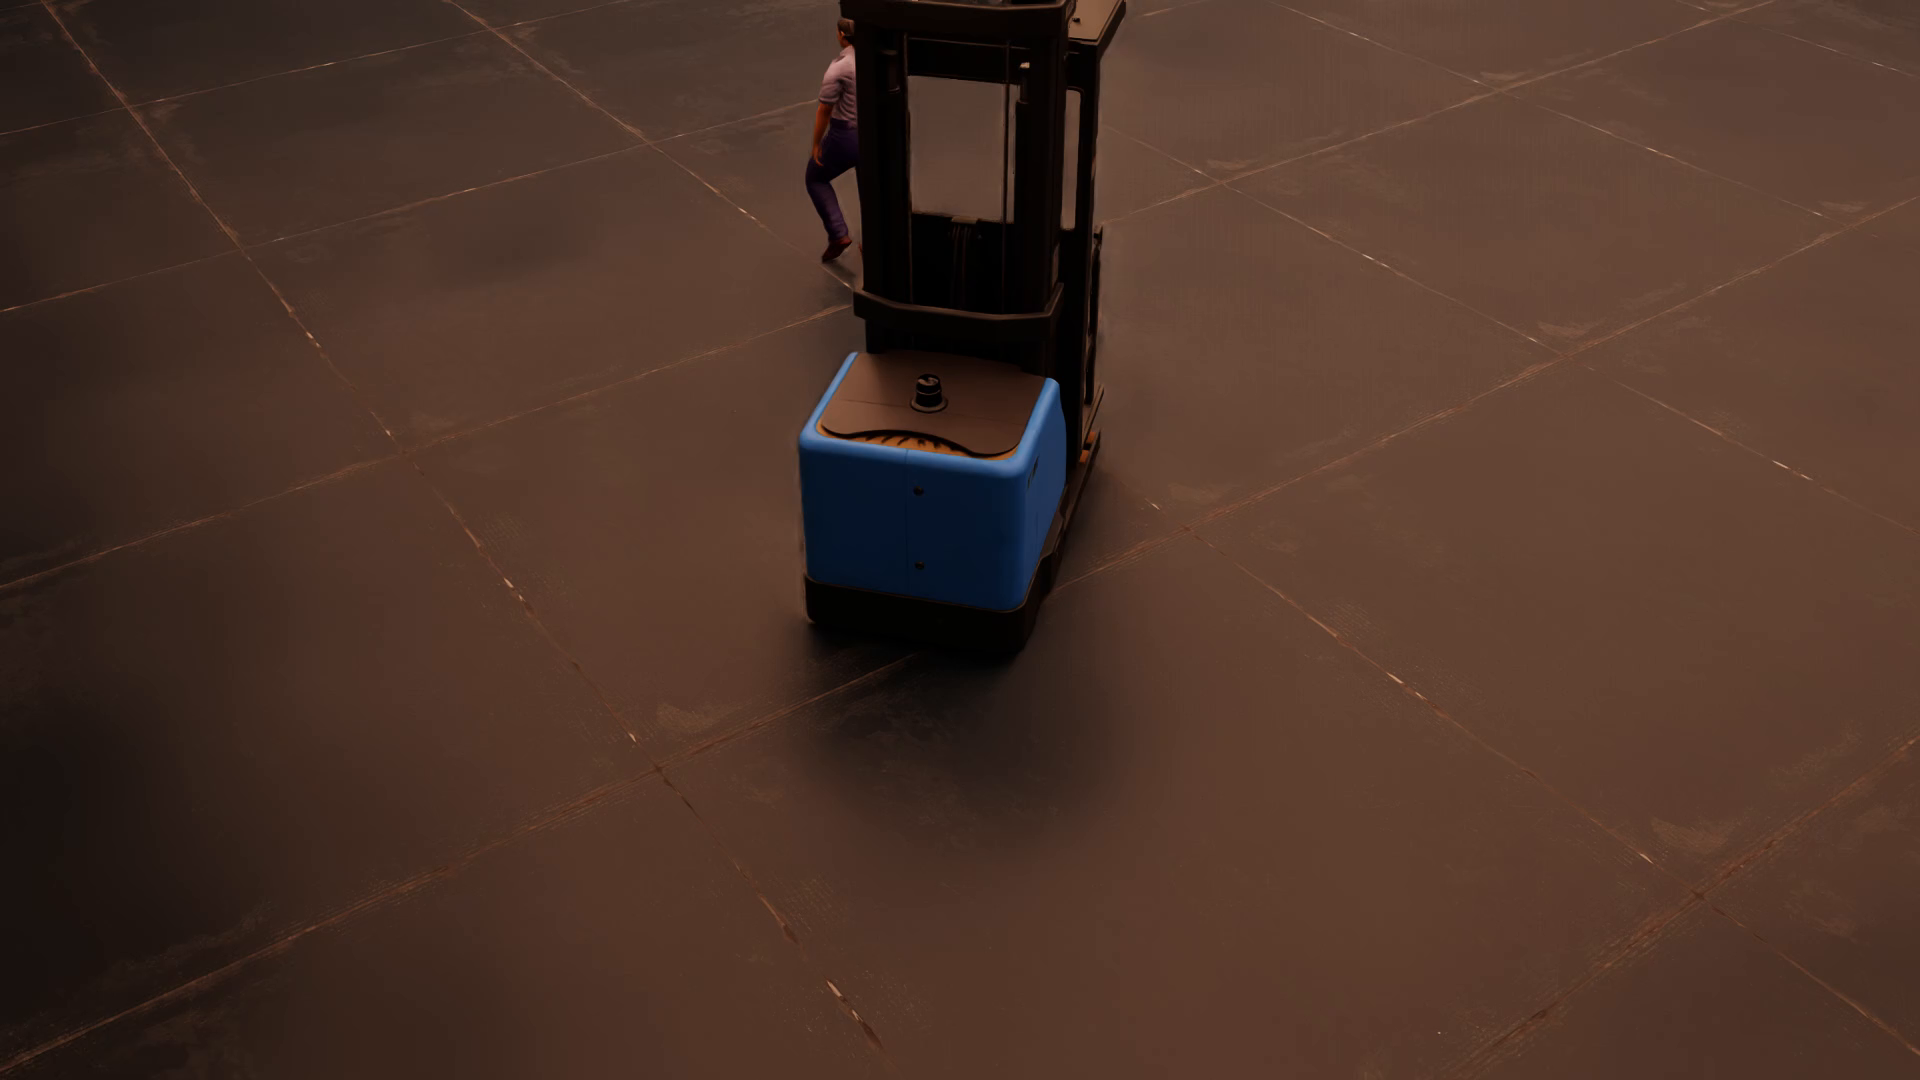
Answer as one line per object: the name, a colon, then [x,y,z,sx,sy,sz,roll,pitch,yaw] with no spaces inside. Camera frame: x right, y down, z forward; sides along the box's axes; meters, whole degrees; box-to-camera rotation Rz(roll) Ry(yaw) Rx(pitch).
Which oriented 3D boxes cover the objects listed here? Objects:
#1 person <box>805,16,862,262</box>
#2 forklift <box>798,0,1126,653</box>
person: [-0.686,-2.533,10.474,0.596,1.637,0.465,-23,42,-28]
forklift: [0.136,-1.539,8.026,1.130,2.935,3.031,9,37,11]
